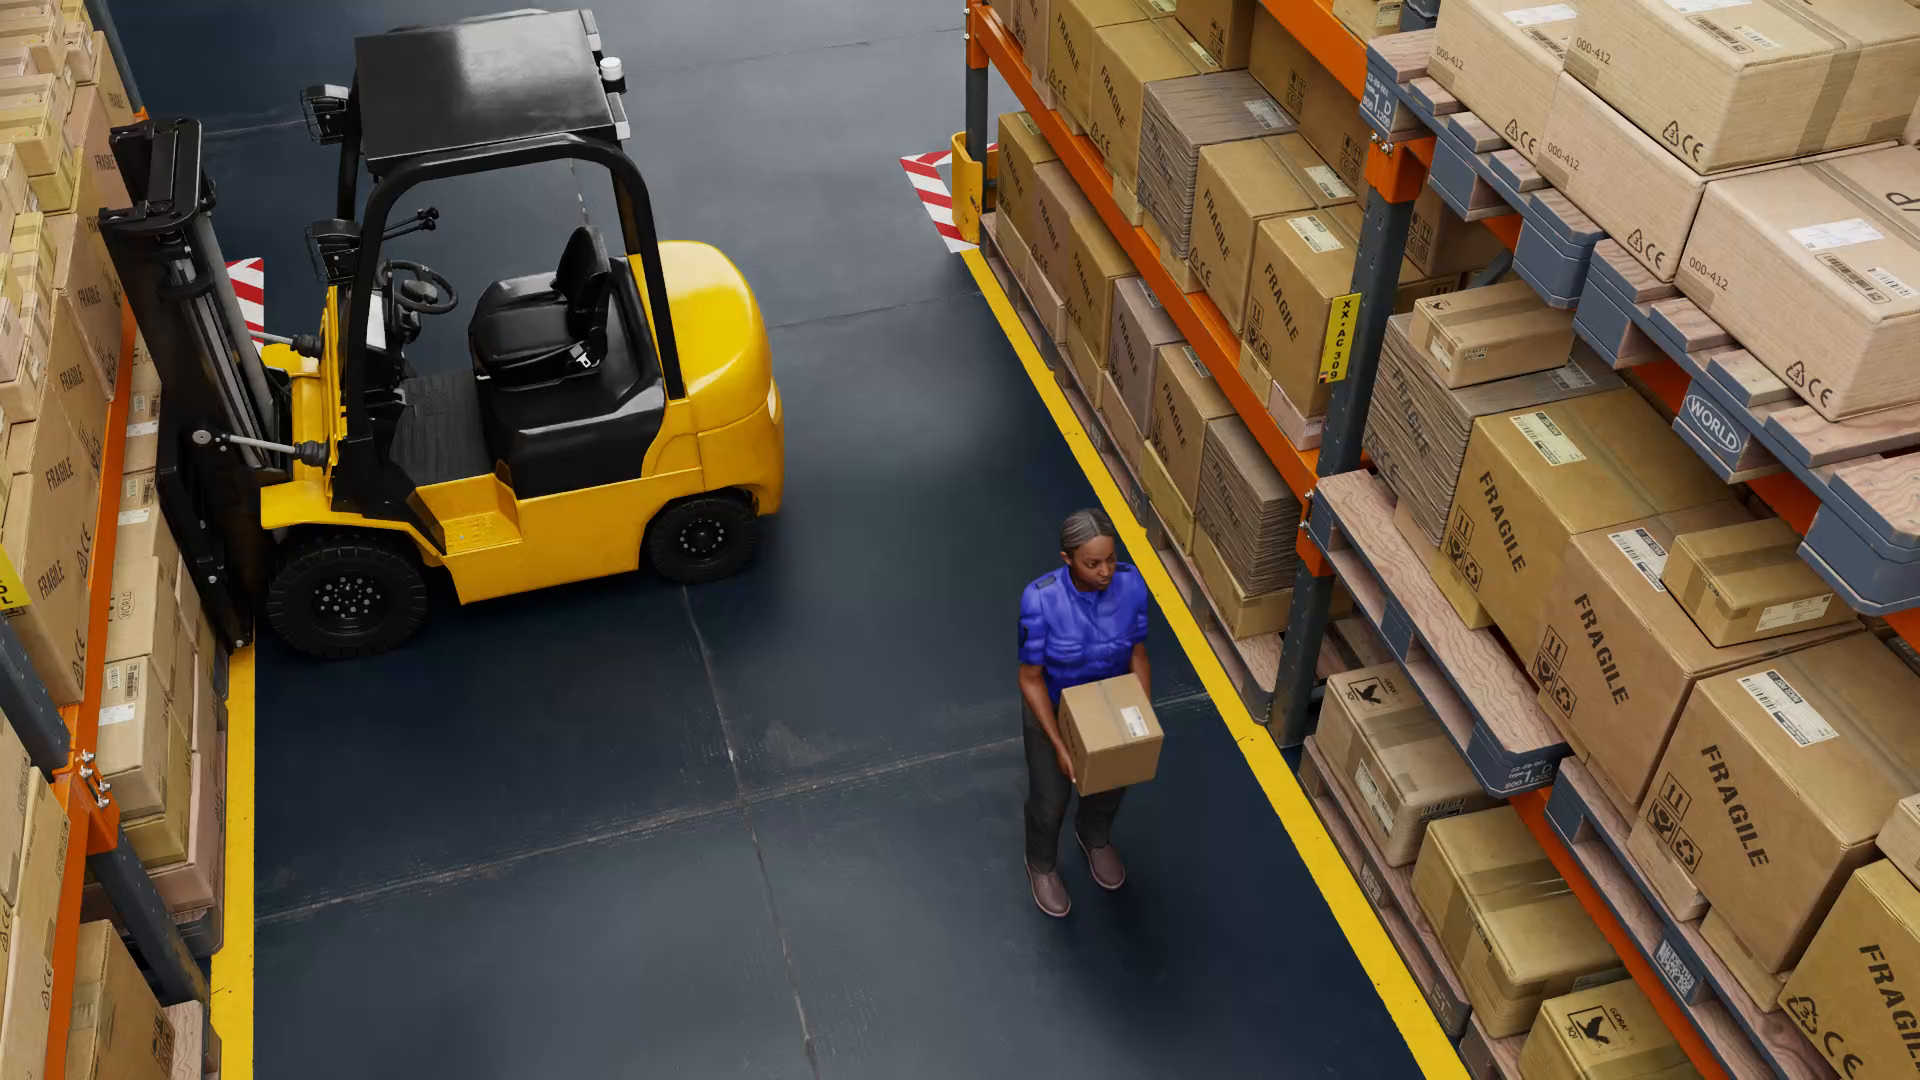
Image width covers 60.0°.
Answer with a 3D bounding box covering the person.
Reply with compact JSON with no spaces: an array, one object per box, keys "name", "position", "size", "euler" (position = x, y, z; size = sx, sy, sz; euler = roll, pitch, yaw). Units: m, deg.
[{"name":"person","position":[0.414,0.624,5.491],"size":[0.451,1.650,0.512],"euler":[-12,44,-12]}]
